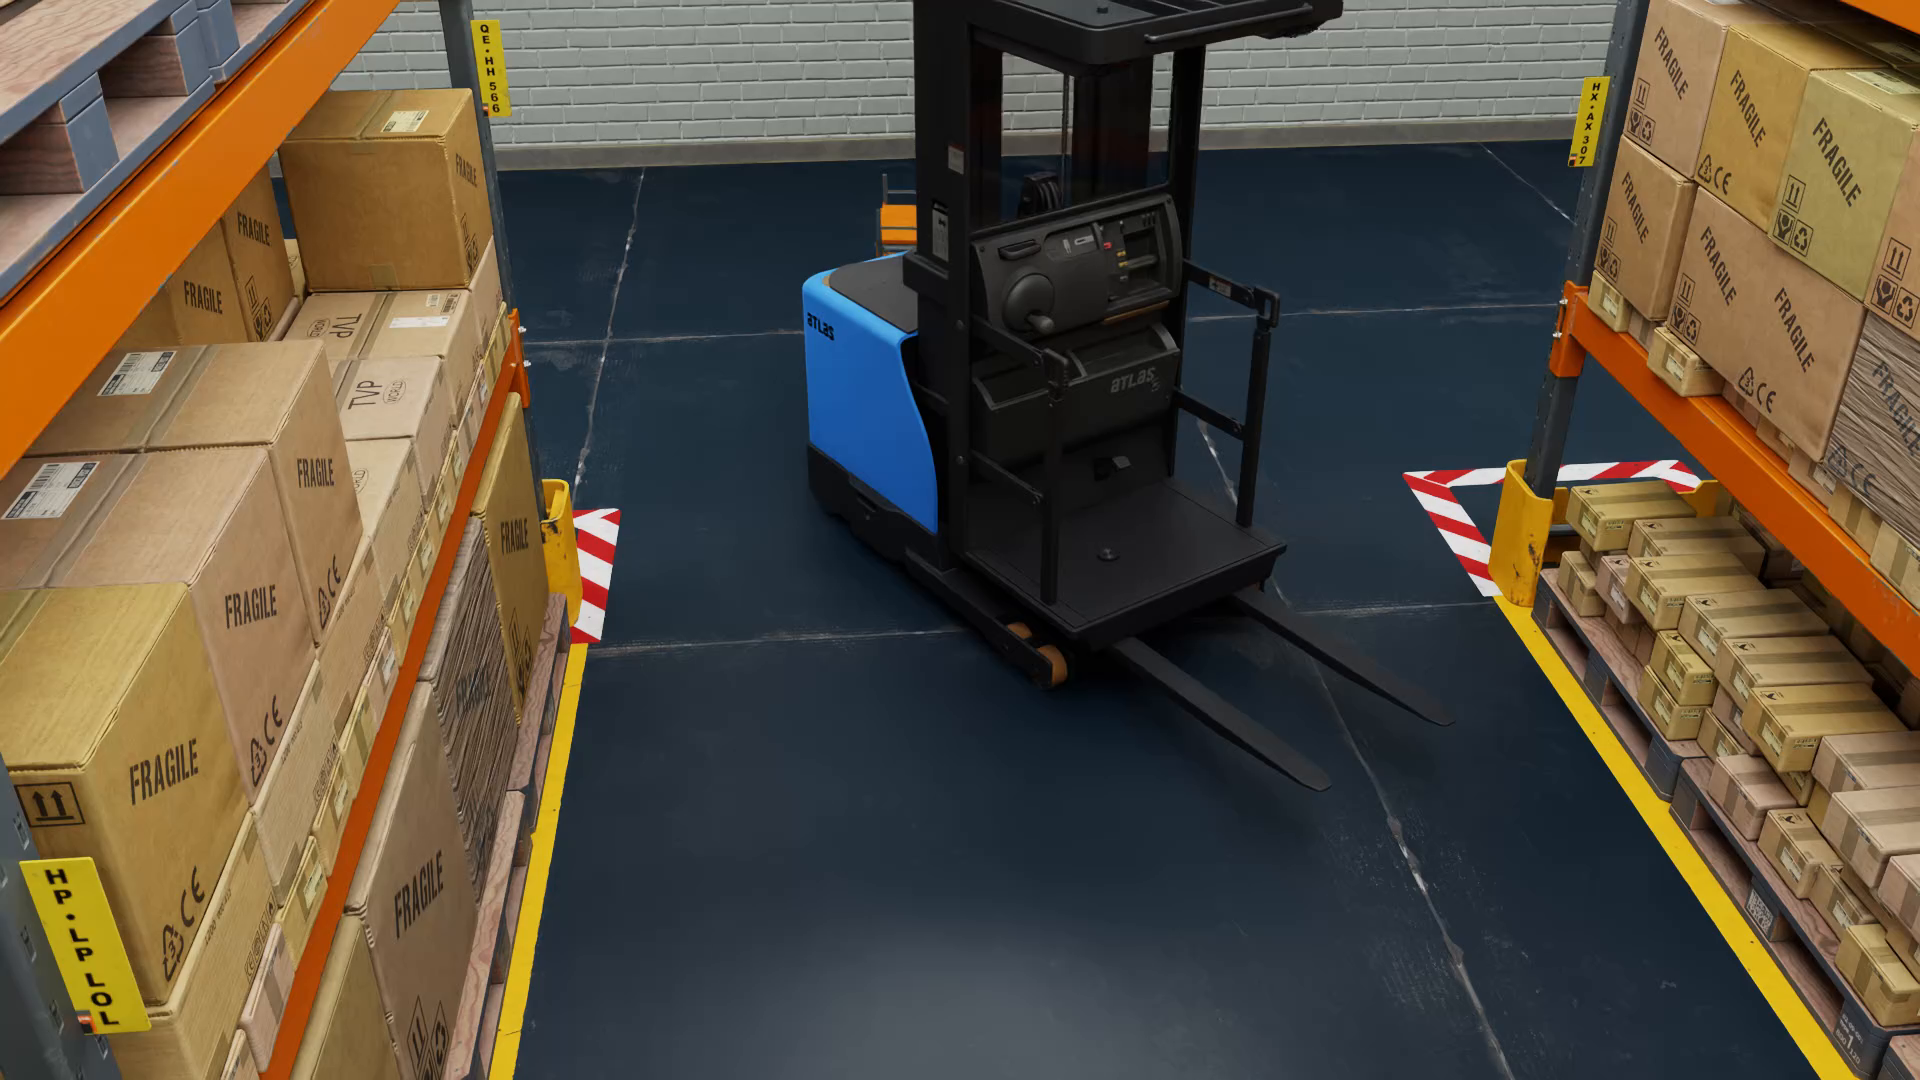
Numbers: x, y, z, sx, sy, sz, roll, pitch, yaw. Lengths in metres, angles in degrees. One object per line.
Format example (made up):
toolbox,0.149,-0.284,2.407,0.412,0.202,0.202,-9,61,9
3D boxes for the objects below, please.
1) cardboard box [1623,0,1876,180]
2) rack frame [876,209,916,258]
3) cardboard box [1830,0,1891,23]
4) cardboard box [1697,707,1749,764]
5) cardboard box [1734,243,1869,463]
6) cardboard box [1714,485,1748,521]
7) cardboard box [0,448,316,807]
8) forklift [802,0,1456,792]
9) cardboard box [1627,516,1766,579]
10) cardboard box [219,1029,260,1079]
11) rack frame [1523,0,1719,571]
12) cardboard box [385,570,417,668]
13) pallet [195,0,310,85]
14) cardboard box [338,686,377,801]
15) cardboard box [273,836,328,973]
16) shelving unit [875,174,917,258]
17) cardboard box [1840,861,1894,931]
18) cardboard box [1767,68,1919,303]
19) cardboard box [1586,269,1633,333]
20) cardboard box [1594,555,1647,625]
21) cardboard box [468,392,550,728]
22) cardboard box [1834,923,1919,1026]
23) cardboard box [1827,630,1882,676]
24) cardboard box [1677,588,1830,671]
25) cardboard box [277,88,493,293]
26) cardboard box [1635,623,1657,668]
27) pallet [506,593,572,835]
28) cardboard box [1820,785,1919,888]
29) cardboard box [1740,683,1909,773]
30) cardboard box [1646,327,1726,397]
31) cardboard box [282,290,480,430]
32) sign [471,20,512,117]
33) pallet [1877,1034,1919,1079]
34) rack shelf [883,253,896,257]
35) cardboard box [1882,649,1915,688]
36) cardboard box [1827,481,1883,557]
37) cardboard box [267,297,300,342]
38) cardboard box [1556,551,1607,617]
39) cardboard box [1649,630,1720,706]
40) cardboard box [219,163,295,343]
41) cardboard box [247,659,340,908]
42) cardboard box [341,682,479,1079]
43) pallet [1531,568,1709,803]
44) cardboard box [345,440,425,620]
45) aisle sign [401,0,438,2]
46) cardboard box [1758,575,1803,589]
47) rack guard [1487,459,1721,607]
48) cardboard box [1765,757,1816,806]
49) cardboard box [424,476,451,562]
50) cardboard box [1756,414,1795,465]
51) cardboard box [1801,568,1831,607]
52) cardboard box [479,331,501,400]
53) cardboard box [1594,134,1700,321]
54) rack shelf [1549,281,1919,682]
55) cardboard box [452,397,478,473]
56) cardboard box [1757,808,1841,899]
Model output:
cardboard box,2.593,-1.522,5.510,0.500,0.500,0.500,-3,31,-5
rack frame,-0.251,-0.943,7.658,0.240,1.200,0.015,1,31,1
cardboard box,3.106,-1.542,5.544,0.500,0.500,0.500,-3,31,-6
cardboard box,2.715,0.680,5.557,0.380,0.149,0.250,-3,31,-4
cardboard box,2.691,-0.569,4.890,0.500,0.500,0.500,-2,31,-4
cardboard box,3.117,-0.118,6.312,0.380,0.149,0.250,-2,31,-4
cardboard box,-1.587,0.170,3.164,0.500,0.500,0.500,-3,31,-5
forklift,0.577,-0.977,6.027,1.130,2.935,3.031,-20,36,-30
cardboard box,2.672,0.043,6.043,0.380,0.149,0.250,-2,31,-4
cardboard box,-1.455,1.005,2.887,0.380,0.149,0.250,-3,31,-4
rack frame,2.815,-1.164,6.273,1.000,3.000,0.127,-3,31,-5
cardboard box,-1.602,0.209,4.219,0.380,0.149,0.250,-4,31,-6
pallet,-1.936,-1.225,3.537,1.003,0.211,1.213,-3,31,-5
cardboard box,-1.555,0.472,3.780,0.380,0.149,0.250,-3,31,-5
cardboard box,-1.505,0.737,3.337,0.380,0.149,0.250,-2,31,-3
shelving unit,-0.246,-1.068,7.867,0.258,1.200,0.503,1,31,1
cardboard box,2.789,0.975,4.772,0.380,0.149,0.250,-4,31,-7
cardboard box,2.673,-0.998,4.633,0.500,0.500,0.500,-3,31,-6
cardboard box,2.519,-0.875,6.035,0.380,0.149,0.250,-3,31,-5
cardboard box,2.578,0.174,6.114,0.380,0.149,0.250,-3,31,-5
cardboard box,-1.993,0.077,5.859,0.875,0.875,0.875,-3,31,-5
cardboard box,2.716,1.210,4.670,0.380,0.149,0.250,-3,31,-5
cardboard box,3.122,0.415,5.710,0.380,0.149,0.250,-3,31,-5
cardboard box,2.673,0.300,5.612,0.380,0.149,0.250,-4,31,-7
cardboard box,-1.825,-1.127,5.337,0.500,0.500,0.500,-2,31,-4
cardboard box,2.682,0.419,5.994,0.380,0.149,0.250,-2,31,-4
pallet,-1.980,0.624,6.000,1.003,0.211,1.213,-3,31,-5
cardboard box,2.702,0.835,4.717,0.380,0.149,0.250,-4,31,-6
cardboard box,2.669,0.579,5.146,0.380,0.149,0.250,-2,31,-4
cardboard box,2.556,-0.607,5.586,0.380,0.149,0.250,-4,31,-6
cardboard box,-1.776,-0.547,5.098,0.500,0.250,0.500,-3,31,-5
sign,-1.591,-1.596,5.636,0.100,0.325,0.005,-3,31,-5
pallet,3.091,1.734,4.141,1.003,0.211,1.213,-3,31,-5
rack shelf,-0.246,-1.202,7.787,0.258,0.148,0.480,1,31,1
cardboard box,3.276,0.409,5.430,0.380,0.149,0.250,-2,31,-3
cardboard box,2.716,-0.081,4.705,0.380,0.149,0.250,-2,31,-3
cardboard box,-2.301,-0.518,5.048,0.500,0.250,0.500,-3,31,-5
cardboard box,2.546,0.163,6.423,0.380,0.149,0.250,-2,31,-4
cardboard box,2.605,0.431,5.683,0.380,0.149,0.250,-2,31,-3
cardboard box,-2.310,-0.850,4.873,0.500,0.500,0.500,-3,31,-6
cardboard box,-1.583,0.494,3.353,0.500,0.250,0.500,-3,31,-5
cardboard box,-1.825,0.996,4.320,0.875,0.875,0.875,-3,31,-5
pallet,2.863,0.488,6.226,1.003,0.211,1.213,-3,31,-5
cardboard box,-1.676,-0.022,4.218,0.500,0.250,0.500,-3,31,-4
aisle sign,-1.840,-2.145,5.381,0.394,0.787,0.004,-3,31,-5
cardboard box,3.120,0.144,6.165,0.380,0.149,0.250,-3,31,-6
rack guard,2.822,-0.052,6.850,1.175,0.500,0.348,-3,31,-5
cardboard box,2.791,0.699,5.236,0.380,0.149,0.250,-1,31,-2
cardboard box,-1.650,-0.050,4.654,0.380,0.149,0.250,-3,31,-4
cardboard box,2.718,-0.342,5.142,0.380,0.149,0.250,-3,31,-5
cardboard box,3.234,0.140,5.882,0.380,0.149,0.250,-3,31,-6
cardboard box,-1.745,-0.571,5.526,0.380,0.149,0.250,-2,31,-4
cardboard box,2.582,-1.092,5.766,0.500,0.500,0.500,-1,31,-2
rack shelf,3.002,0.166,4.748,1.077,0.370,4.000,-3,31,-5
cardboard box,-1.701,-0.315,5.097,0.380,0.149,0.250,-2,31,-4
cardboard box,2.703,0.952,5.102,0.380,0.149,0.250,-3,31,-5
